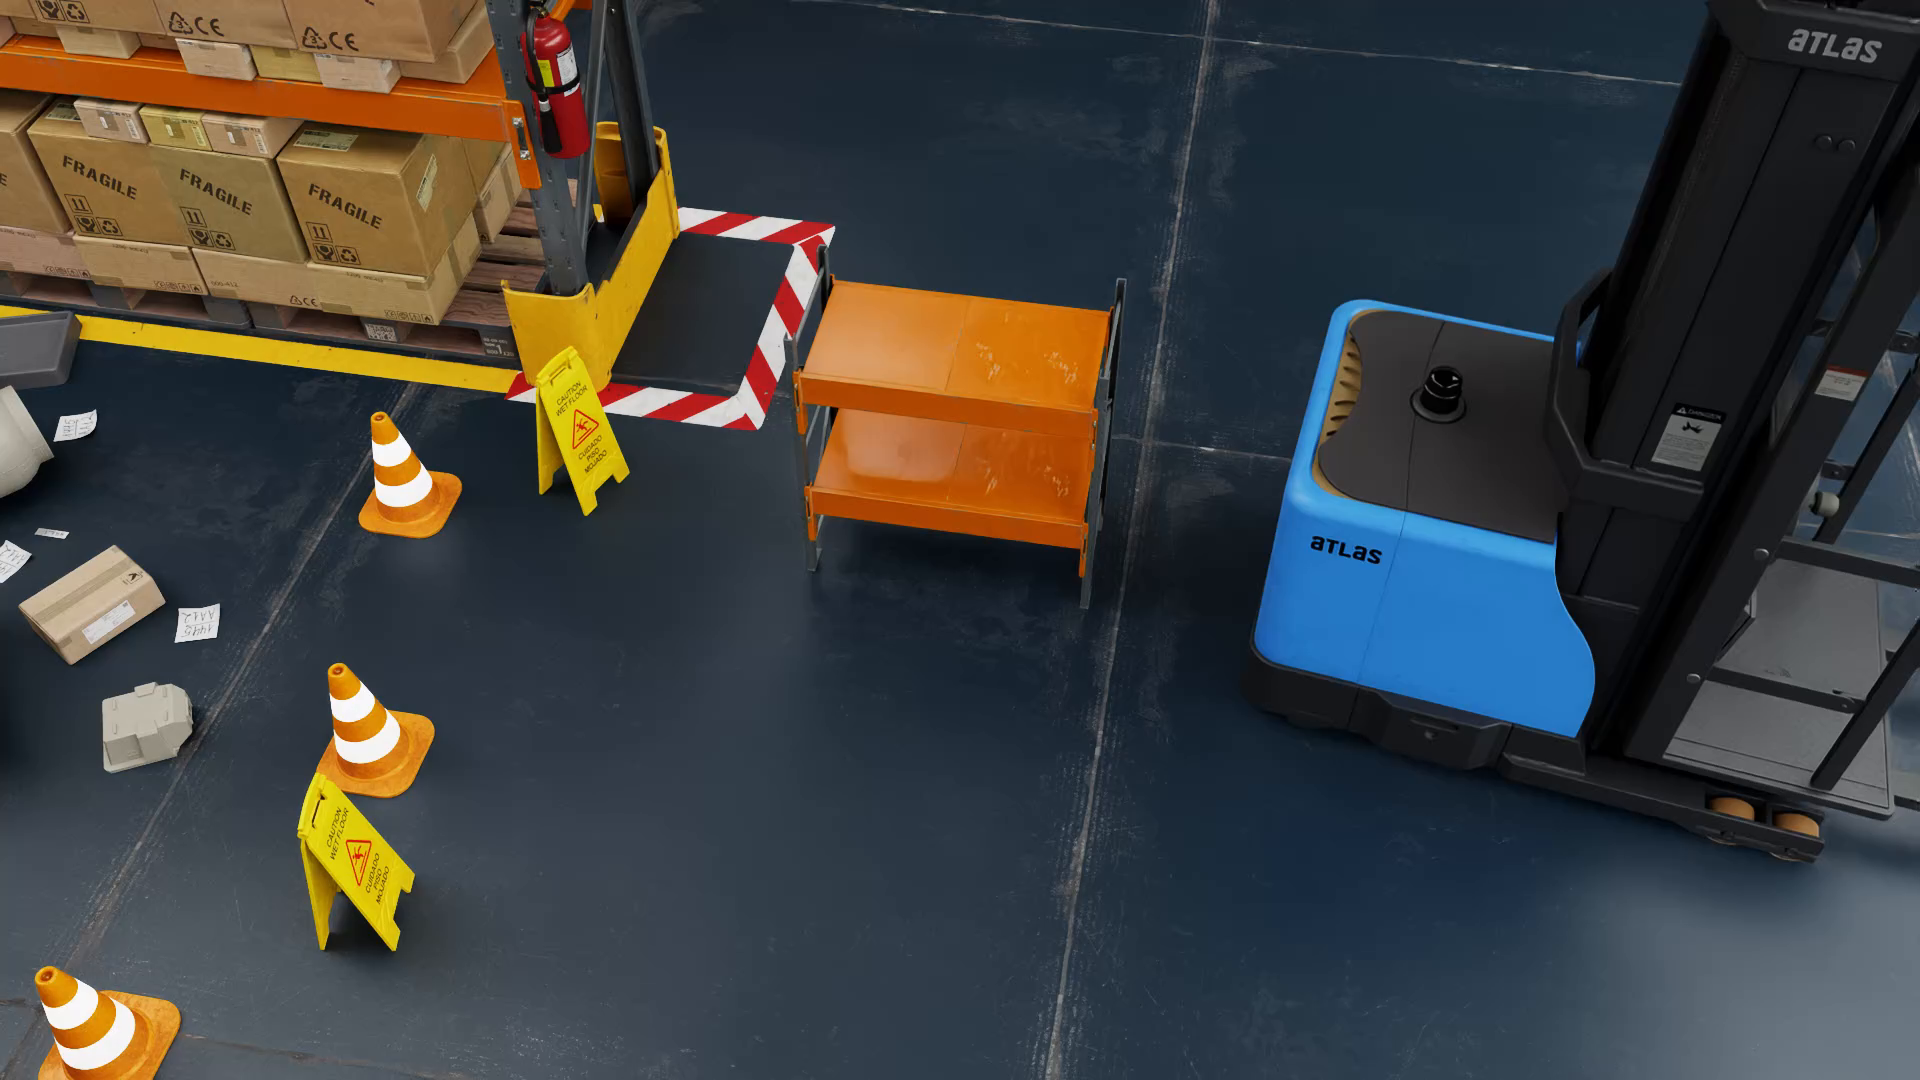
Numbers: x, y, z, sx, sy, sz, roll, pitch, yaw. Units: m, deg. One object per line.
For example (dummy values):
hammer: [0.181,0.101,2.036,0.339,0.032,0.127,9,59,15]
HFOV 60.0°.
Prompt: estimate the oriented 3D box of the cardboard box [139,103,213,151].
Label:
cardboard box: [-2.906,-1.668,6.358,0.250,0.149,0.380,8,49,7]

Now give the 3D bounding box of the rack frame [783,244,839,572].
rack frame: [-0.507,-0.444,5.893,0.032,1.125,0.500,8,49,7]

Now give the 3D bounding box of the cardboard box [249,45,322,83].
cardboard box: [-2.374,-1.840,6.055,0.250,0.149,0.380,7,48,6]

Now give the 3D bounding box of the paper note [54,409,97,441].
paper note: [-3.533,-0.459,6.642,0.148,0.019,0.142,-7,48,-7]

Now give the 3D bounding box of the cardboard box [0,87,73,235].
cardboard box: [-3.816,-1.622,6.753,0.500,0.500,0.500,10,49,9]

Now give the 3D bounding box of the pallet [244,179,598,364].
pallet: [-2.319,-1.240,7.223,1.213,0.211,1.003,8,49,7]

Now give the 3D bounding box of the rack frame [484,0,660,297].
rack frame: [-1.451,-2.029,6.057,0.127,3.000,1.000,8,49,7]

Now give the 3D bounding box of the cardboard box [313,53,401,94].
cardboard box: [-2.126,-1.790,6.011,0.250,0.149,0.380,7,48,6]

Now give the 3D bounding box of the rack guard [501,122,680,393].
rack guard: [-1.526,-1.204,6.995,0.348,0.500,1.175,8,49,7]

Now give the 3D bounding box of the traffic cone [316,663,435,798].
traffic cone: [-1.966,0.564,5.432,0.334,0.463,0.336,8,49,7]

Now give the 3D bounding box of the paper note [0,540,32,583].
paper note: [-3.544,0.077,6.168,0.142,0.019,0.148,23,52,20]

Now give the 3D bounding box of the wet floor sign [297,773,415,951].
wet floor sign: [-1.851,0.949,4.963,0.232,0.644,0.267,0,48,0]

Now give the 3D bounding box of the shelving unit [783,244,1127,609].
shelving unit: [-0.007,-0.377,5.832,1.048,1.125,0.538,8,49,7]

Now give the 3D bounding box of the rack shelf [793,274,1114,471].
rack shelf: [-0.007,-0.572,5.615,1.000,0.278,0.538,8,49,7]

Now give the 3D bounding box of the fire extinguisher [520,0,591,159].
fire extinguisher: [-1.420,-1.651,5.769,0.183,0.674,0.296,8,49,7]

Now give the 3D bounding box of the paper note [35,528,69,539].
paper note: [-3.422,-0.025,6.266,0.123,0.001,0.032,8,49,7]

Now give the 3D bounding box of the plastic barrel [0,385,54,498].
plastic barrel: [-3.753,-0.333,6.265,0.512,0.421,0.421,-32,55,-25]

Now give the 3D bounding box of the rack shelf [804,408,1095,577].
rack shelf: [-0.007,-0.213,6.014,1.000,0.278,0.538,8,49,7]

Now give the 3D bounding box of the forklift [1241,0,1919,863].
forklift: [2.539,-0.400,4.639,3.031,2.935,1.130,14,50,12]

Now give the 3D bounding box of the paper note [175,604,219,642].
paper note: [-2.735,0.295,5.964,0.142,0.019,0.148,-7,48,-7]

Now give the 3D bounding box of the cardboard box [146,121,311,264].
cardboard box: [-2.800,-1.483,6.628,0.500,0.500,0.500,9,49,8]

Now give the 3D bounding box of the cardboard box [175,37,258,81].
cardboard box: [-2.633,-1.852,6.066,0.250,0.149,0.380,8,49,8]

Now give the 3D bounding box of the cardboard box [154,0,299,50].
cardboard box: [-2.526,-2.102,5.855,0.500,0.500,0.500,8,49,7]

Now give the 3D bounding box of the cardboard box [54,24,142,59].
cardboard box: [-3.128,-1.956,6.160,0.250,0.149,0.380,7,48,6]

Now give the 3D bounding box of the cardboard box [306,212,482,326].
cardboard box: [-2.318,-1.164,6.845,0.500,0.250,0.500,7,48,7]

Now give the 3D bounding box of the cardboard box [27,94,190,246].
cardboard box: [-3.295,-1.555,6.692,0.500,0.500,0.500,7,48,6]

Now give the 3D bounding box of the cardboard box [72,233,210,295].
cardboard box: [-3.318,-1.300,6.968,0.500,0.250,0.500,6,48,5]

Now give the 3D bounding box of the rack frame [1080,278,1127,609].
rack frame: [0.494,-0.310,5.772,0.032,1.125,0.500,8,49,7]

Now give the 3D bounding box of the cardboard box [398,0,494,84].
cardboard box: [-1.857,-1.838,6.054,0.250,0.149,0.380,9,49,8]

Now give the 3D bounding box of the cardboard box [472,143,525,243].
cardboard box: [-2.195,-1.559,7.201,0.500,0.250,0.500,7,48,7]

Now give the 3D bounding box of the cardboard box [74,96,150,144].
cardboard box: [-3.165,-1.704,6.391,0.250,0.149,0.380,10,49,8]

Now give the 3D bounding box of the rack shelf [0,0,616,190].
rack shelf: [-3.419,-2.053,6.562,4.000,0.370,1.077,8,49,7]

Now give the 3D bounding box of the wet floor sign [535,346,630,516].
wet floor sign: [-1.454,-0.434,6.206,0.232,0.644,0.267,23,52,20]

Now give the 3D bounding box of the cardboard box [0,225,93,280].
cardboard box: [-3.805,-1.373,7.034,0.500,0.250,0.500,7,48,6]

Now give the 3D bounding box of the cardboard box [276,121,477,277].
cardboard box: [-2.286,-1.416,6.568,0.500,0.500,0.500,8,49,7]

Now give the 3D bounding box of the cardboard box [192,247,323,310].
cardboard box: [-2.802,-1.235,6.909,0.500,0.250,0.500,8,49,7]

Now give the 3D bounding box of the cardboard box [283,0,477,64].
cardboard box: [-2.034,-2.032,5.792,0.500,0.500,0.500,7,48,6]

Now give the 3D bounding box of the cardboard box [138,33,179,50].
cardboard box: [-2.860,-1.989,6.189,0.250,0.149,0.380,8,49,7]

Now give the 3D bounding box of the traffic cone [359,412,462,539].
traffic cone: [-2.103,-0.294,6.203,0.334,0.463,0.336,8,49,7]

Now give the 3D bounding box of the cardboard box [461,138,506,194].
cardboard box: [-2.219,-1.813,6.924,0.500,0.500,0.500,6,48,6]

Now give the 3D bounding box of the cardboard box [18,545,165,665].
cardboard box: [-3.099,0.229,5.944,0.250,0.149,0.380,32,56,26]

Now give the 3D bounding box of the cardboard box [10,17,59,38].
cardboard box: [-3.358,-2.054,6.248,0.250,0.149,0.380,8,49,7]

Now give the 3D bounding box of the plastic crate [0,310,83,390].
plastic crate: [-3.988,-0.774,6.892,0.583,0.080,0.402,-7,48,-7]

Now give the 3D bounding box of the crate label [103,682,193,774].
crate label: [-2.751,0.614,5.606,0.298,0.136,0.250,-15,50,-13]

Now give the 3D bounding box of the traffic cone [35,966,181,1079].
traffic cone: [-2.502,1.346,4.730,0.334,0.463,0.336,8,49,7]

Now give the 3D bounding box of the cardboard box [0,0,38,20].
cardboard box: [-3.513,-2.251,5.989,0.500,0.500,0.500,8,49,7]

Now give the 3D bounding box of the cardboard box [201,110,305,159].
cardboard box: [-2.659,-1.632,6.326,0.250,0.149,0.380,9,49,8]

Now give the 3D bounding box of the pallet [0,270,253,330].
pallet: [-3.516,-1.403,7.369,1.213,0.211,1.003,8,49,7]

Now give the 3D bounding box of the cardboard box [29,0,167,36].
cardboard box: [-3.018,-2.170,5.916,0.500,0.500,0.500,7,48,7]

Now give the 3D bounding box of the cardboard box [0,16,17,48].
cardboard box: [-3.624,-2.009,6.207,0.250,0.149,0.380,7,48,7]
